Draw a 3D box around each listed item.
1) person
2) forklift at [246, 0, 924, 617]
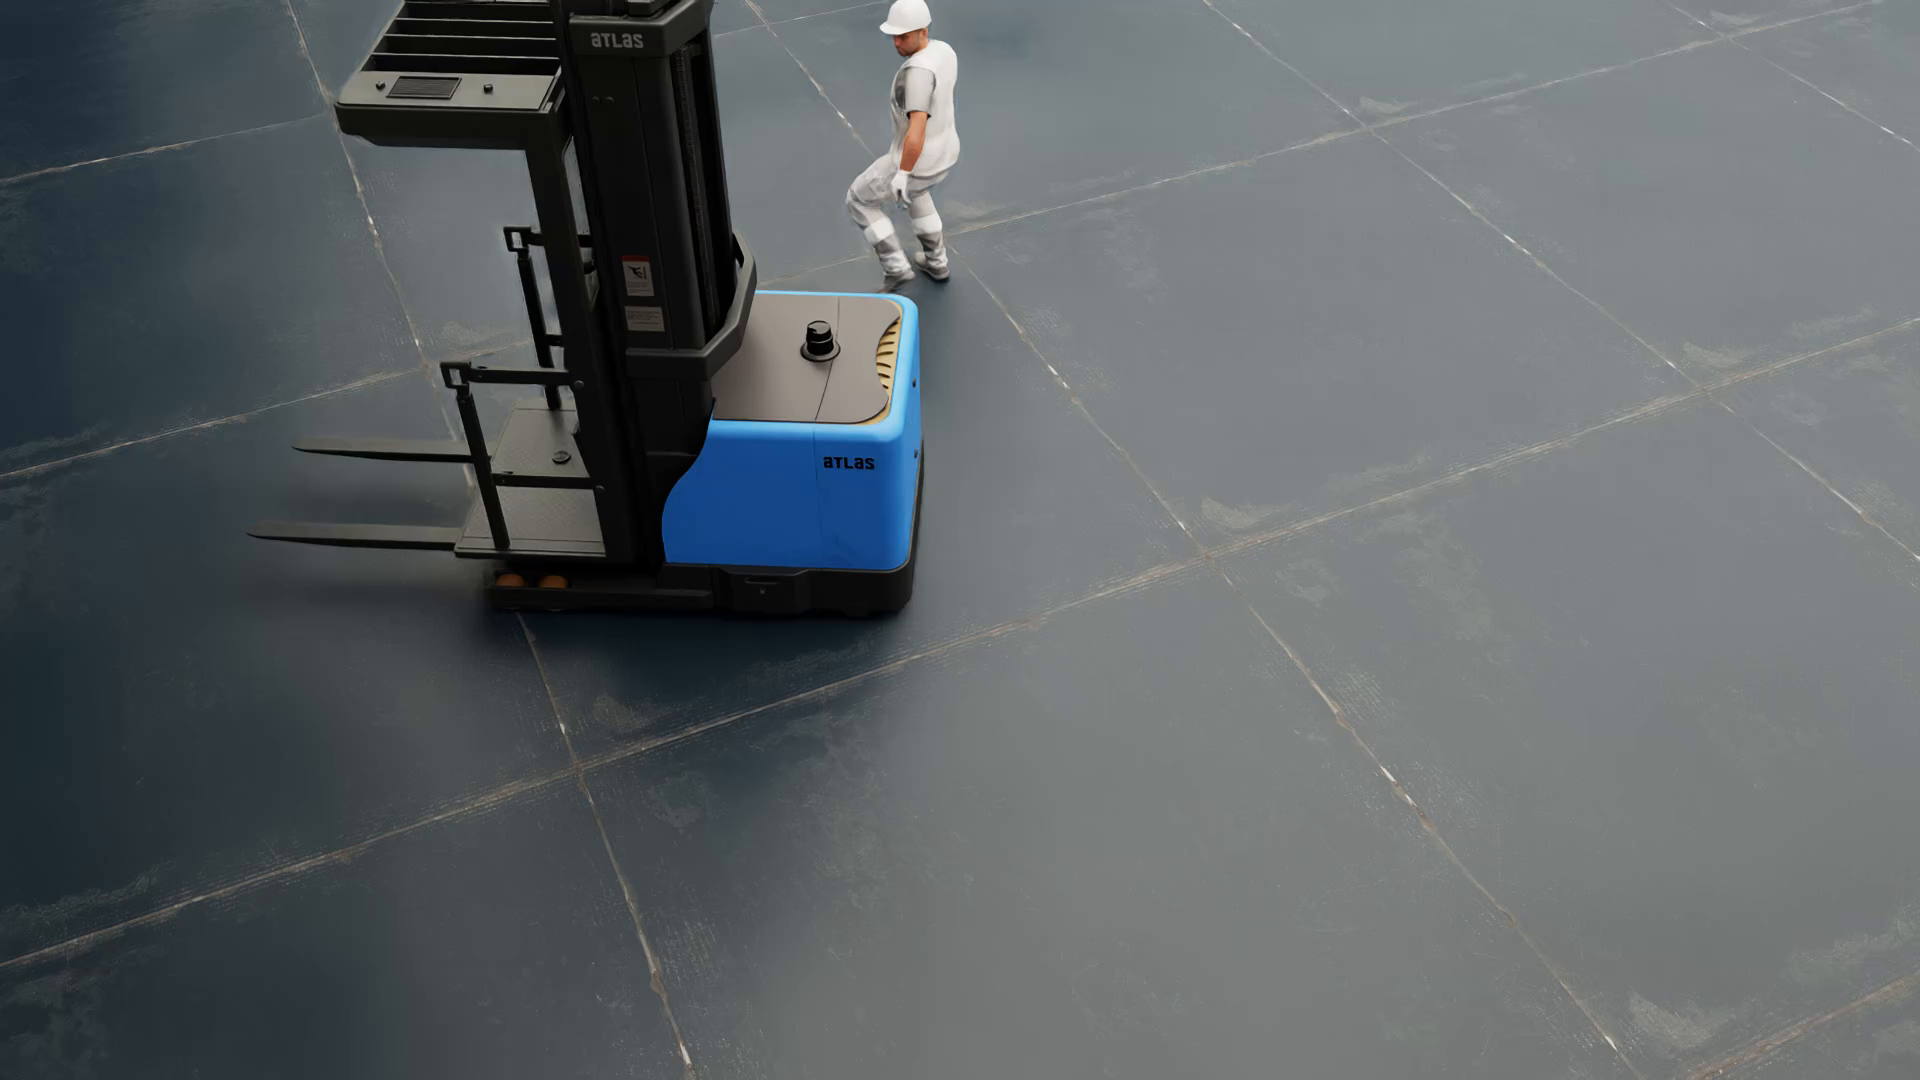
[{"bbox_3d":[-0.276,-2.056,8.812,0.621,1.676,0.831,27,49,26],"label":"person"},{"bbox_3d":[-1.709,-1.111,6.870,3.031,2.935,1.130,2,43,2],"label":"forklift"}]
